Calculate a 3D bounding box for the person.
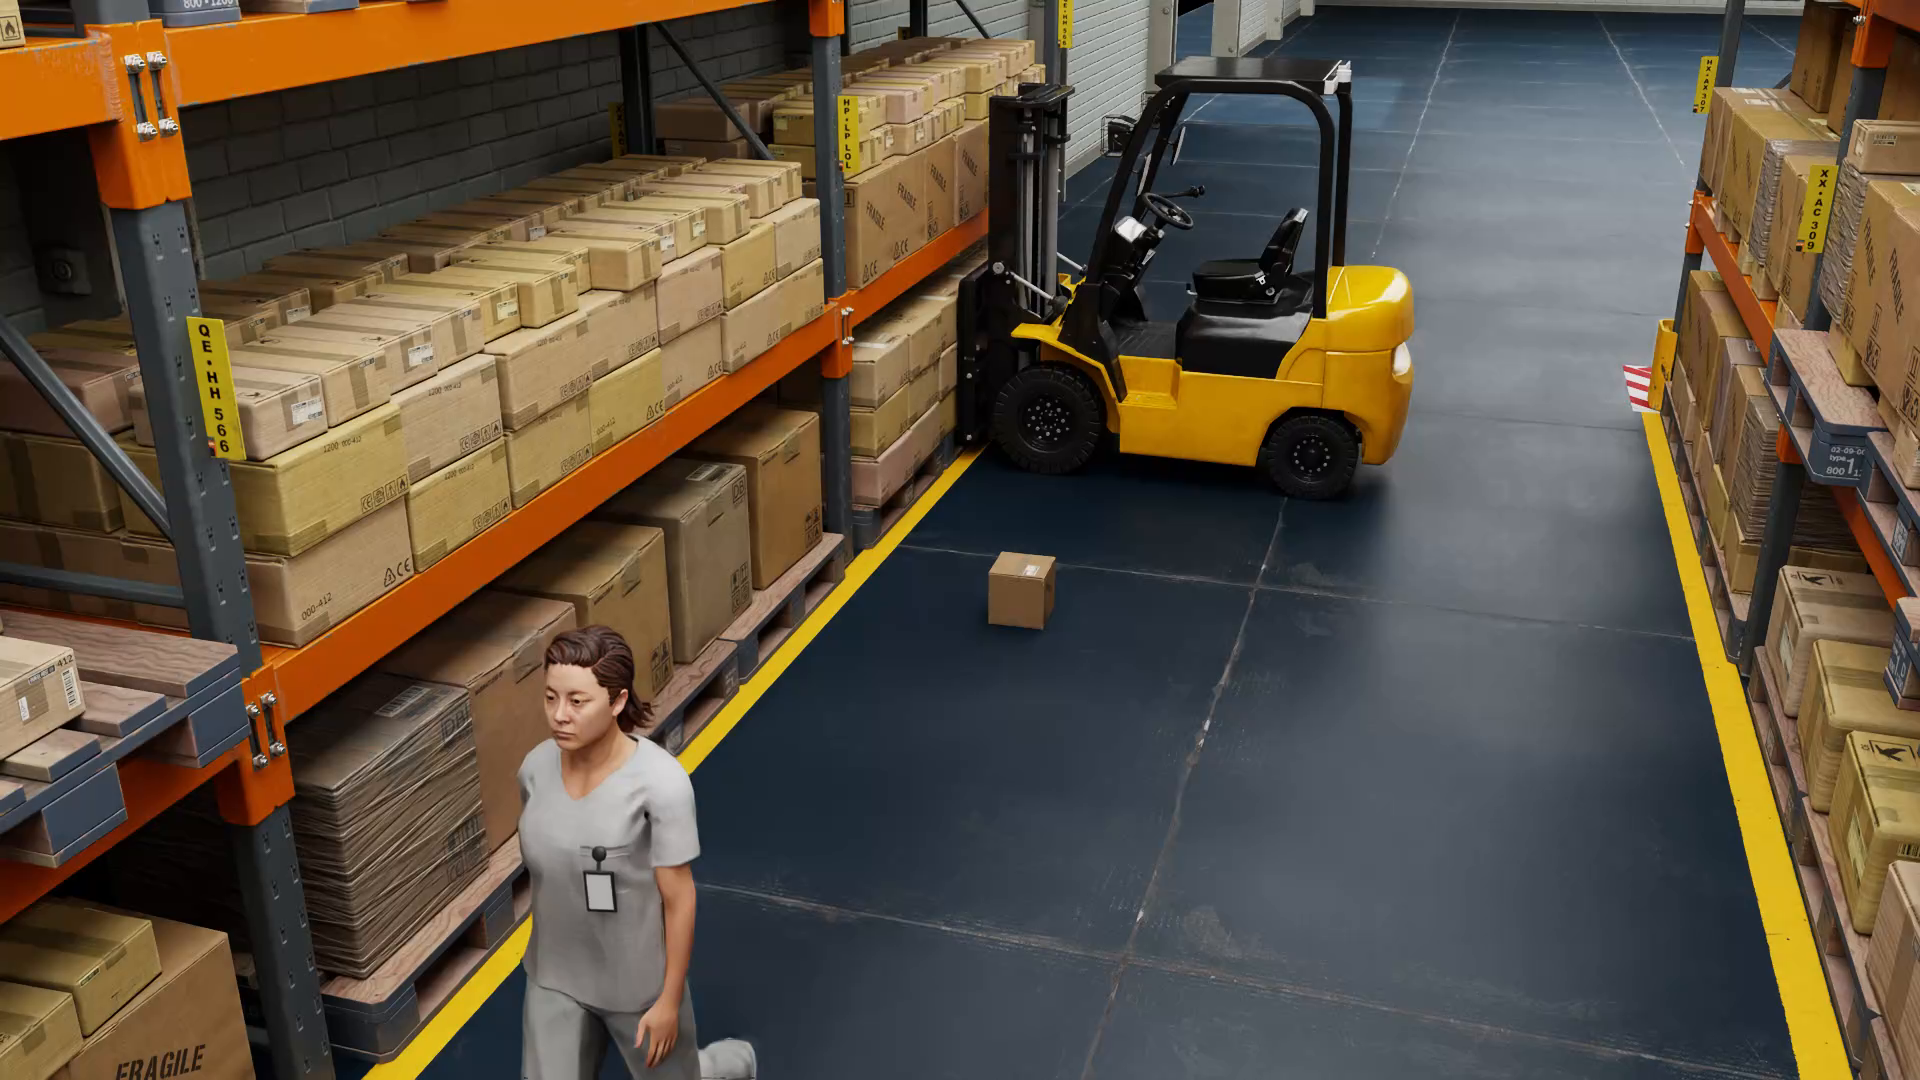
[{"bbox_3d":[-0.760,0.948,3.748,0.440,1.636,0.893,5,23,13],"label":"person"}]
